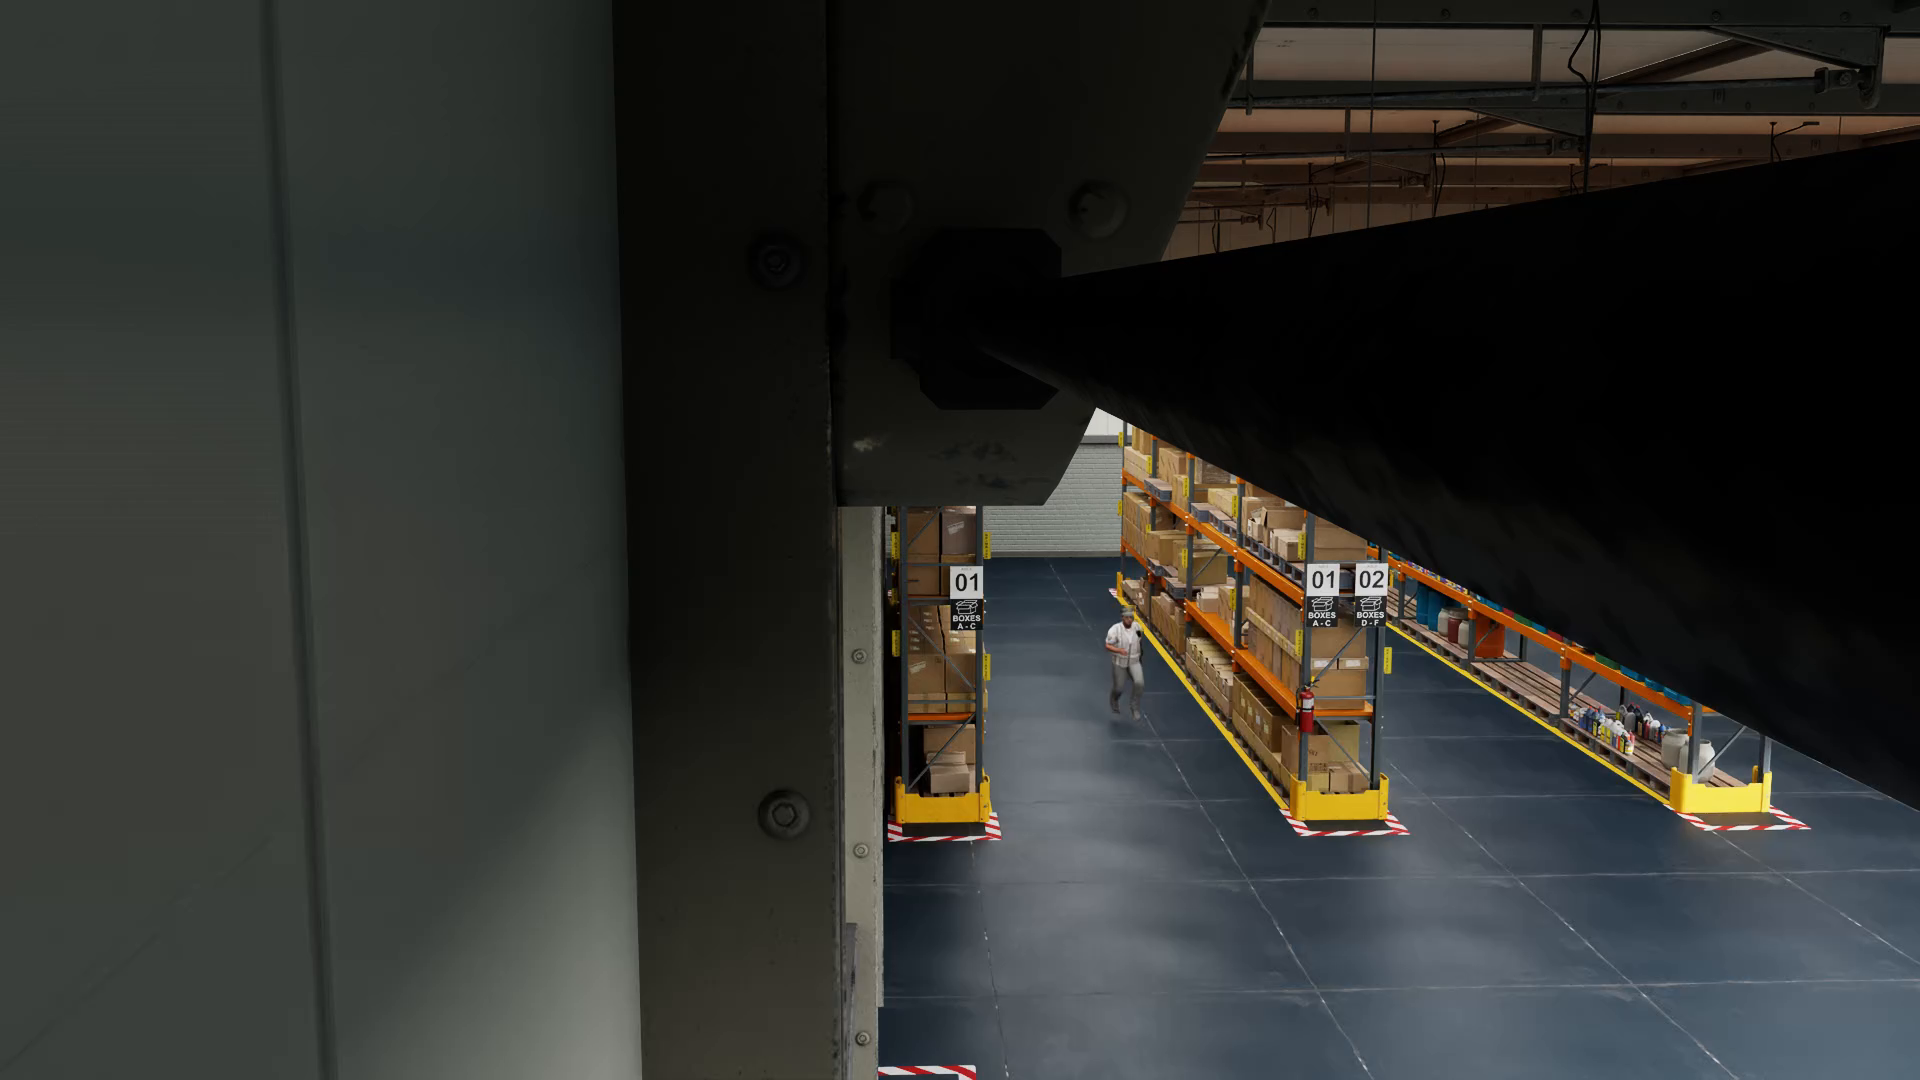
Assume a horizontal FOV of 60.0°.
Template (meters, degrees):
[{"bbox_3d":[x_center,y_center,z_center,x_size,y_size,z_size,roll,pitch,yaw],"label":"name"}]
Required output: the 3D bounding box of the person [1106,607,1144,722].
[{"bbox_3d":[2.459,1.804,24.877,0.608,1.691,0.911,-1,8,-6],"label":"person"}]

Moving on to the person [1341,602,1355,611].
[{"bbox_3d":[7.071,1.283,30.390,0.599,1.628,0.693,-1,8,-4],"label":"person"}]
